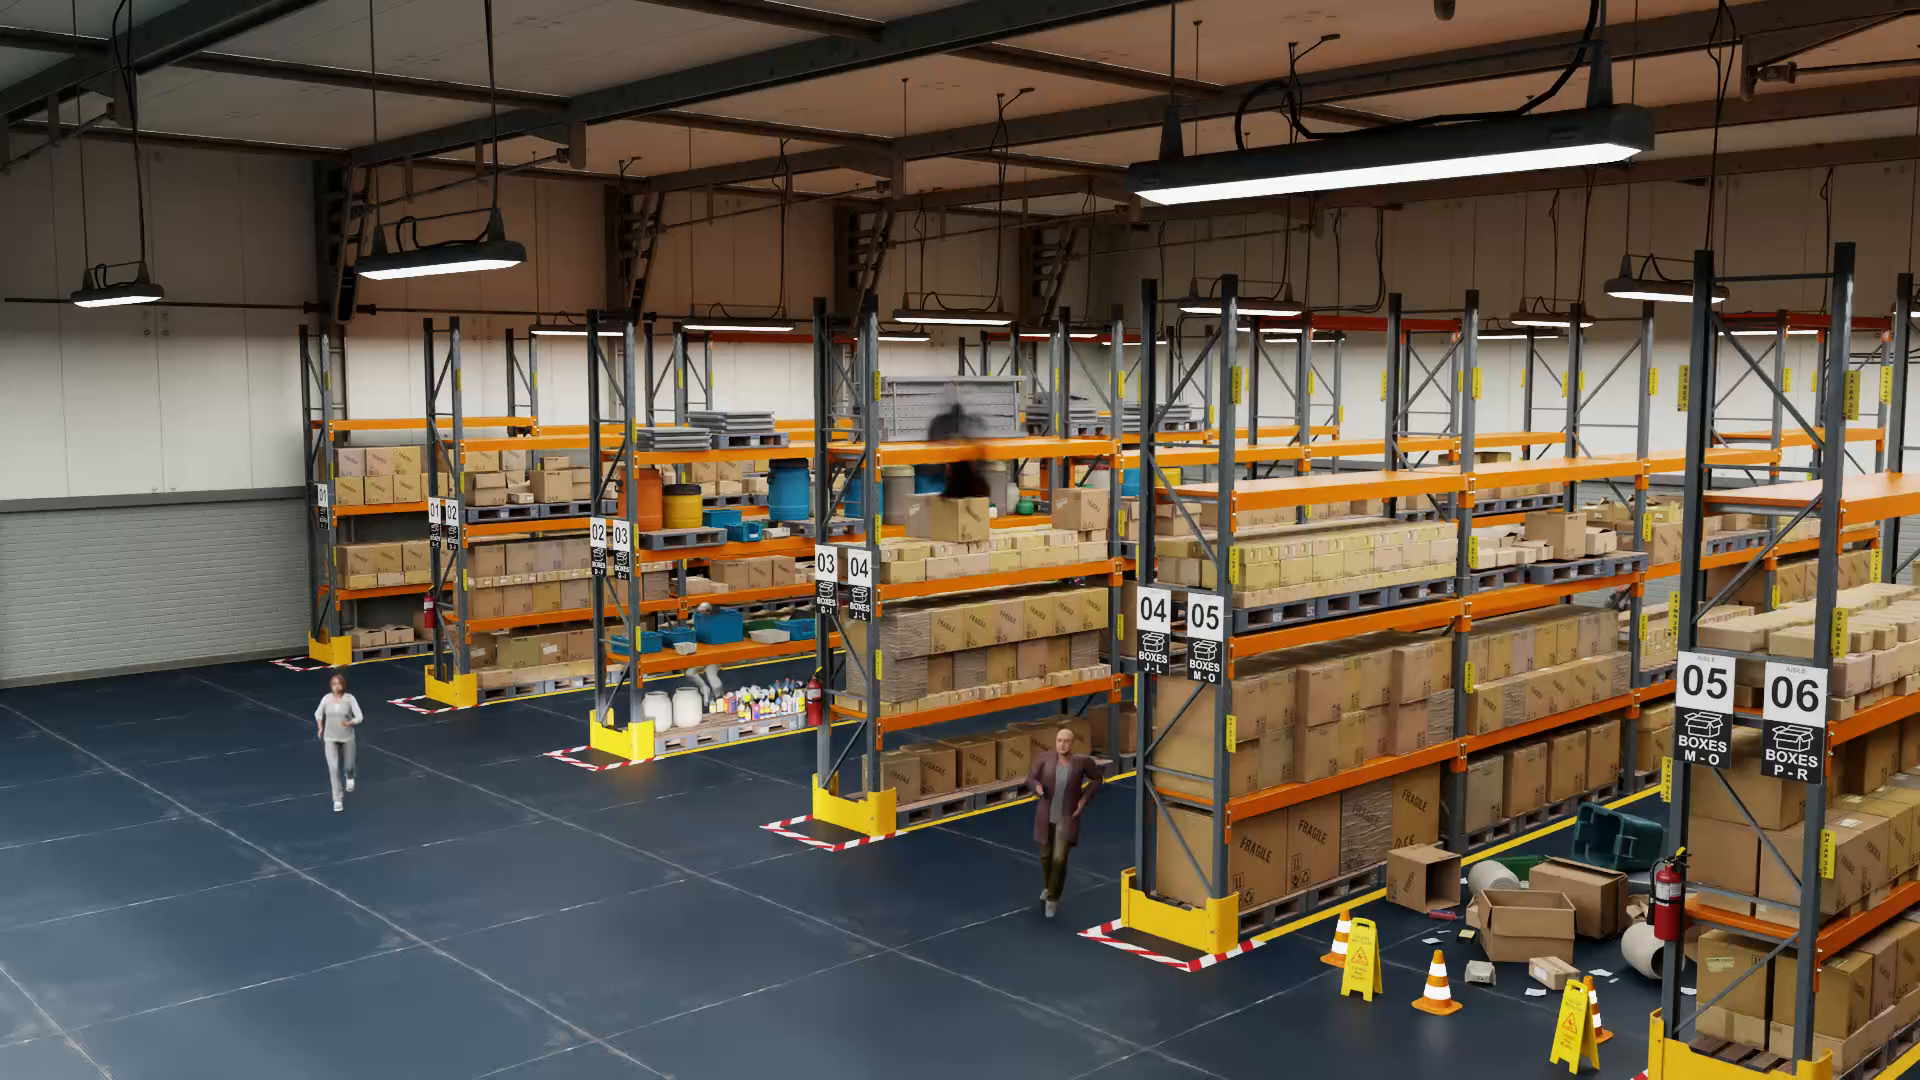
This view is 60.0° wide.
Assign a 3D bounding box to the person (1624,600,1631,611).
[{"bbox_3d":[10.054,1.763,25.000,0.574,1.741,0.644,-5,8,-43],"label":"person"}]

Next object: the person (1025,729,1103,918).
[{"bbox_3d":[0.969,2.703,15.892,0.706,1.834,0.803,2,6,19],"label":"person"}]

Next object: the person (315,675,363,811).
[{"bbox_3d":[-7.392,2.379,19.803,0.547,1.569,0.823,-2,6,-16],"label":"person"}]

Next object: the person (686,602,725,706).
[{"bbox_3d":[-3.927,1.759,25.607,0.576,1.631,0.721,4,7,37],"label":"person"}]

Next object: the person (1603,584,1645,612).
[{"bbox_3d":[11.201,1.516,28.102,0.699,1.686,0.757,2,6,22],"label":"person"}]
